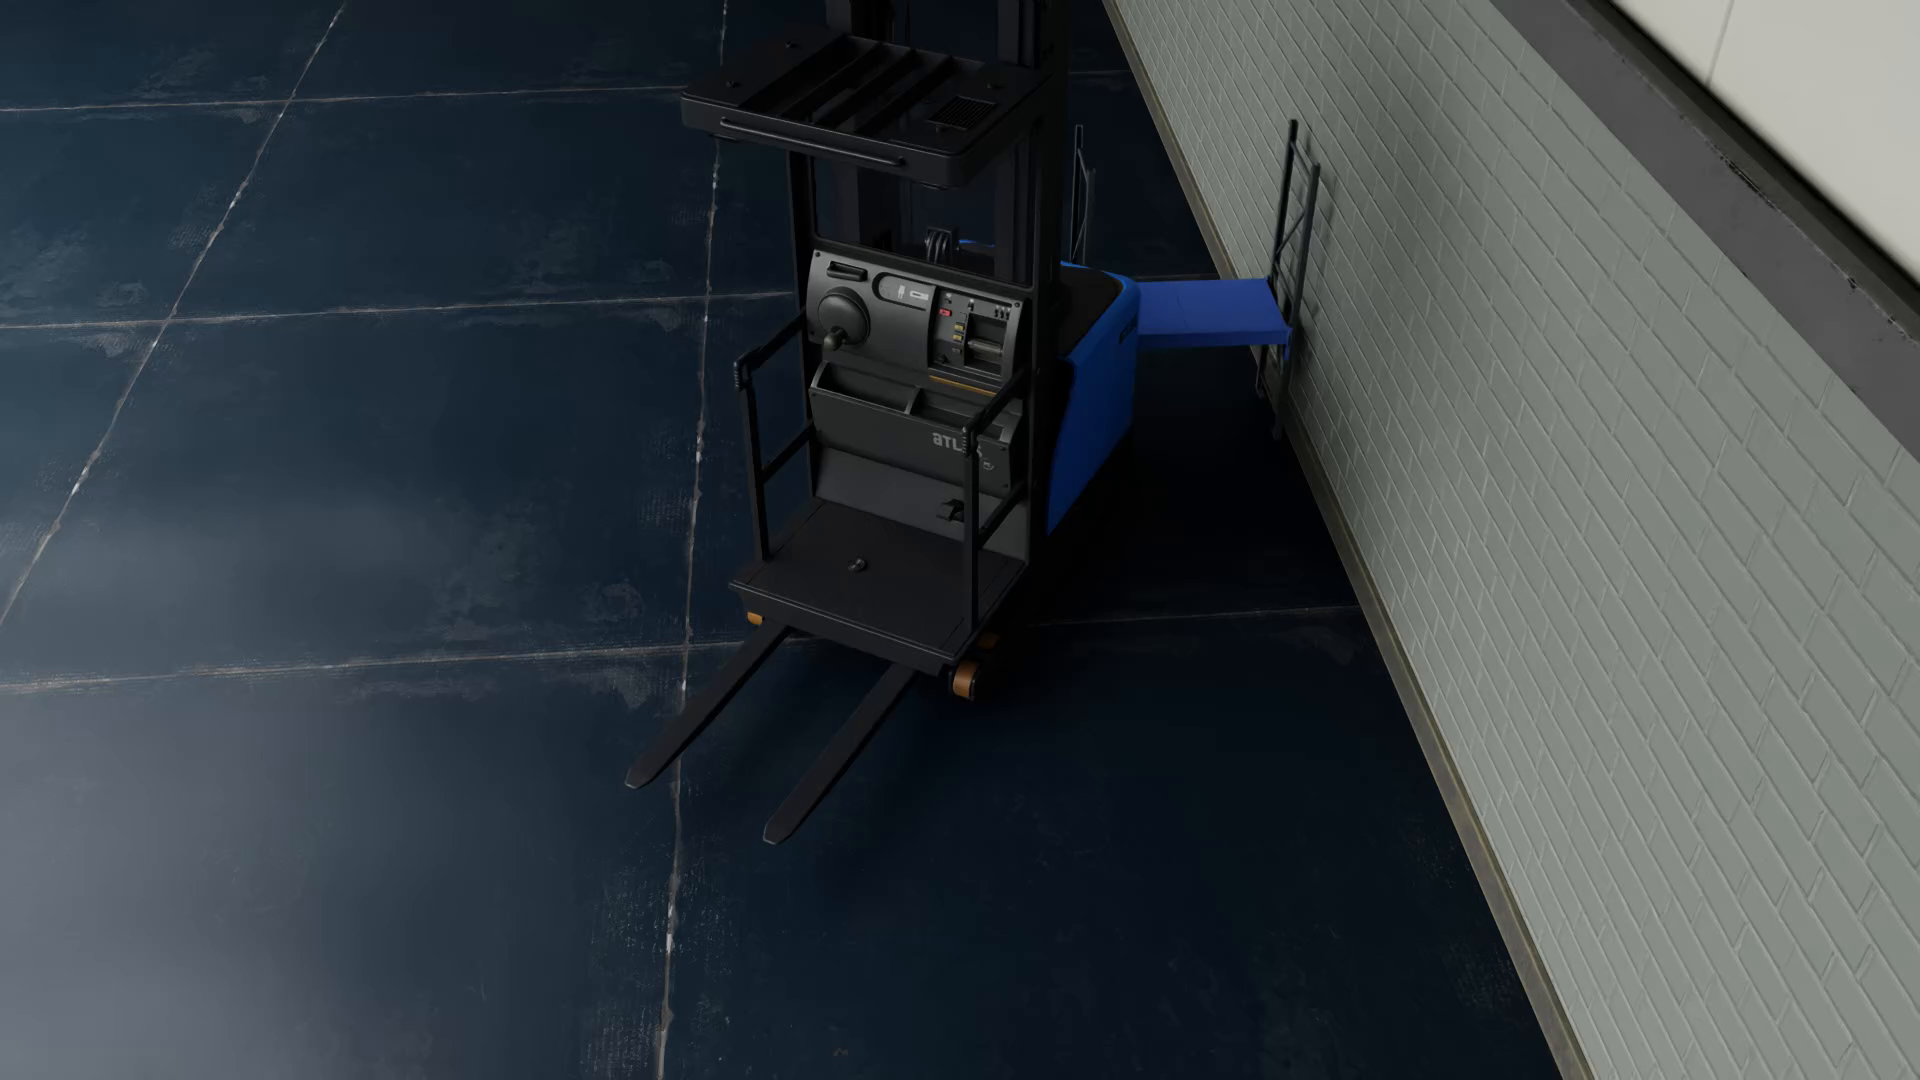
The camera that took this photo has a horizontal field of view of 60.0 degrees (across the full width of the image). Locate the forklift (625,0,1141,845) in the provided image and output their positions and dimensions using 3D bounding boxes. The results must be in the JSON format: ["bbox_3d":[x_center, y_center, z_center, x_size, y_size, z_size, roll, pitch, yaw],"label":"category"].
[{"bbox_3d":[-0.280,-0.806,6.406,1.130,2.935,3.031,17,41,21],"label":"forklift"}]

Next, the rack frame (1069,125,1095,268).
[{"bbox_3d":[0.573,-1.204,8.065,0.032,1.500,0.500,-2,38,-3],"label":"rack frame"}]

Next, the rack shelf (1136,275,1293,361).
[{"bbox_3d":[1.080,-1.082,8.201,1.000,0.185,0.538,-2,38,-3],"label":"rack shelf"}]

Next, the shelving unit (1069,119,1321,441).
[{"bbox_3d":[1.080,-1.223,8.090,1.048,1.500,0.538,-2,38,-3],"label":"shelving unit"}]

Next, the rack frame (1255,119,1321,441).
[{"bbox_3d":[1.587,-1.243,8.115,0.032,1.500,0.500,-2,38,-3],"label":"rack frame"}]
